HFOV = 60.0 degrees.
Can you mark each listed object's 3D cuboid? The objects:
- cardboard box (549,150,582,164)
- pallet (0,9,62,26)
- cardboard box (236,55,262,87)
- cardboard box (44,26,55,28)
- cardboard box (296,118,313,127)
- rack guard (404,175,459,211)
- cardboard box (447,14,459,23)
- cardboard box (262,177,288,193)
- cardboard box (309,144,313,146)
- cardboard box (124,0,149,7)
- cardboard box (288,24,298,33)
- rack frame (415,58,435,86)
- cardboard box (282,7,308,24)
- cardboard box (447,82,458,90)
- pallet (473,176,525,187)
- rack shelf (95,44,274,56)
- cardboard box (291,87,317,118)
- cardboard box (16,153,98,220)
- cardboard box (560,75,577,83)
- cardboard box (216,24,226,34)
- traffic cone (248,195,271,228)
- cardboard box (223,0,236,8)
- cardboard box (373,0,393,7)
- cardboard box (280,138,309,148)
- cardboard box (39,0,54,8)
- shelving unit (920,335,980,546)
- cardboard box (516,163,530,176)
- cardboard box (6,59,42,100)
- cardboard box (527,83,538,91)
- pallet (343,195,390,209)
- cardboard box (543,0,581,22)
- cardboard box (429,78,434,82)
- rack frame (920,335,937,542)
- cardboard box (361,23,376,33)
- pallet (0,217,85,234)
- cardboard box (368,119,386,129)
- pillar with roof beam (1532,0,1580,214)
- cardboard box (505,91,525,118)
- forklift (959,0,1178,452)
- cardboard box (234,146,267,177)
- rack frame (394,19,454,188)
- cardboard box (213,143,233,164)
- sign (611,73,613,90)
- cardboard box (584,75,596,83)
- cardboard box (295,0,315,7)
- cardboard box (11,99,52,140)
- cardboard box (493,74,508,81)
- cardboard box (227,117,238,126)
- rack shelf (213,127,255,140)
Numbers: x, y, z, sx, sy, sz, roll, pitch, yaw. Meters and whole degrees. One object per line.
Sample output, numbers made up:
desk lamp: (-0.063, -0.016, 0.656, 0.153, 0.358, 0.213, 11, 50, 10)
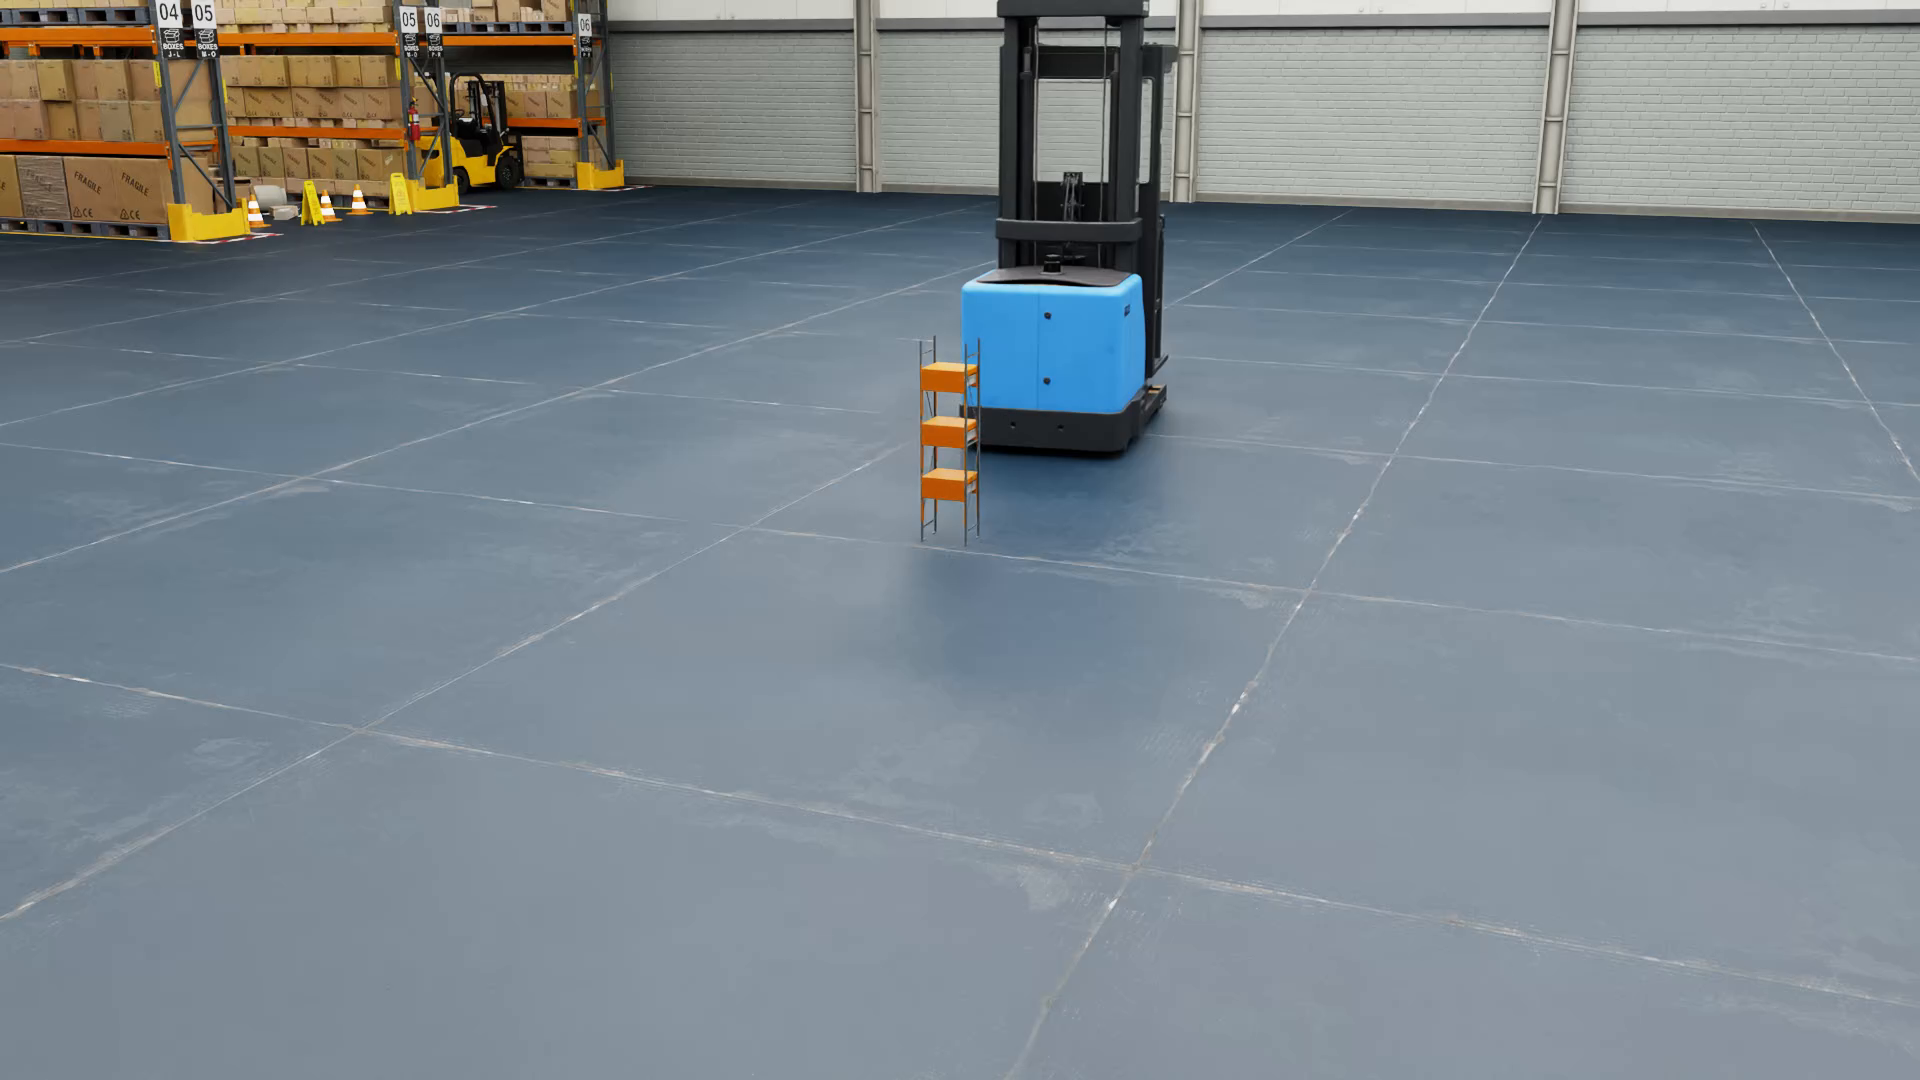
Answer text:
cardboard box: (-7.528, -7.356, 31.913, 0.500, 0.250, 0.500, 6, 17, 20)
pallet: (-13.464, -7.404, 23.578, 1.213, 0.211, 1.003, 6, 17, 21)
cardboard box: (-11.702, -7.899, 27.996, 0.500, 0.500, 0.700, 6, 17, 21)
cardboard box: (-15.989, -9.040, 29.503, 0.250, 0.149, 0.380, 6, 17, 21)
cardboard box: (-10.892, -6.999, 27.854, 0.250, 0.149, 0.380, 6, 17, 20)
rack guard: (-8.849, -5.785, 27.705, 0.348, 0.500, 1.175, 6, 17, 21)
cardboard box: (-9.660, -10.041, 32.019, 0.250, 0.149, 0.380, 7, 18, 22)
cardboard box: (-11.548, -6.086, 28.437, 0.500, 0.250, 0.500, 7, 18, 24)
cardboard box: (-11.376, -6.586, 28.813, 0.500, 0.500, 0.500, 7, 17, 22)
cardboard box: (-10.934, -7.199, 22.231, 0.250, 0.149, 0.380, 6, 17, 21)
cardboard box: (-10.862, -8.453, 27.482, 0.250, 0.149, 0.380, 6, 17, 21)
rack frame: (-10.681, -8.675, 33.175, 0.127, 3.000, 1.000, 6, 17, 21)
cardboard box: (-10.775, -8.626, 27.363, 0.500, 0.250, 0.500, 6, 17, 21)
cardboard box: (-9.785, -8.844, 32.413, 0.250, 0.149, 0.380, 7, 17, 22)
pallet: (-8.818, -7.119, 32.818, 1.213, 0.211, 1.003, 6, 17, 21)
rack shelf: (-16.263, -10.384, 34.971, 4.000, 0.370, 1.077, 6, 17, 21)
cardboard box: (-10.777, -7.314, 27.775, 0.500, 0.500, 0.500, 6, 17, 21)
cardboard box: (-12.822, -5.101, 23.921, 0.875, 0.875, 0.875, 6, 17, 21)
cardboard box: (-7.371, -8.750, 31.557, 0.250, 0.149, 0.380, 6, 17, 21)
cardboard box: (-12.297, -8.611, 28.024, 0.250, 0.149, 0.380, 6, 17, 20)
traffic cone: (-10.473, -4.888, 24.681, 0.334, 0.463, 0.336, 6, 17, 21)
cardboard box: (-12.073, -8.954, 27.777, 0.250, 0.149, 0.380, 7, 18, 22)
cardboard box: (-9.201, -8.639, 26.691, 0.250, 0.149, 0.380, 6, 17, 21)
cardboard box: (-11.225, -6.702, 28.050, 0.250, 0.149, 0.380, 7, 18, 24)
cardboard box: (-12.352, -7.356, 22.768, 0.250, 0.149, 0.380, 7, 17, 21)
shelving unit: (-0.050, -0.510, 8.546, 0.252, 1.050, 0.215, 6, 17, 21)
cardboard box: (-8.434, -7.220, 32.342, 0.500, 0.250, 0.500, 6, 17, 21)
cardboard box: (-12.884, -6.520, 23.546, 0.550, 0.550, 0.875, 6, 17, 21)
cardboard box: (-8.079, -8.677, 31.840, 0.250, 0.149, 0.380, 6, 17, 20)
pallet: (-9.591, -5.739, 28.063, 1.213, 0.211, 1.003, 6, 17, 21)
cardboard box: (-7.461, -9.986, 31.199, 0.500, 0.500, 0.500, 7, 18, 22)
cardboard box: (-10.211, -9.069, 32.656, 0.250, 0.149, 0.380, 7, 17, 21)
rack frame: (-0.163, -0.522, 8.589, 0.008, 1.050, 0.200, 6, 17, 21)
cardboard box: (-9.456, -8.279, 26.881, 0.250, 0.149, 0.380, 6, 17, 21)
pallet: (-13.543, -4.656, 24.332, 1.213, 0.211, 1.003, 6, 17, 21)
cardboard box: (-9.481, -6.837, 27.295, 0.250, 0.149, 0.380, 6, 17, 20)
pillar with roof beam: (7.888, -8.494, 21.791, 0.400, 9.000, 9.100, 6, 17, 21)
cardboard box: (-8.470, -8.404, 32.062, 0.500, 0.500, 0.500, 6, 17, 20)
forklift: (0.862, -2.324, 11.421, 1.130, 2.935, 3.031, 4, 17, 14)
cardboard box: (-12.049, -6.498, 28.510, 0.500, 0.500, 0.500, 7, 18, 23)
rack frame: (-8.778, -6.978, 27.330, 0.127, 3.000, 1.000, 6, 17, 21)
cardboard box: (-15.336, -8.127, 35.017, 0.500, 0.500, 0.500, 6, 17, 20)
sign: (-6.751, -8.863, 32.127, 0.005, 0.325, 0.100, 6, 17, 21)
cardboard box: (-7.194, -8.858, 31.929, 0.250, 0.149, 0.380, 6, 17, 20)
cardboard box: (-10.640, -8.787, 27.201, 0.250, 0.149, 0.380, 7, 18, 22)
cardboard box: (-12.895, -5.994, 23.672, 0.550, 0.550, 0.875, 6, 17, 21)
cardboard box: (-8.800, -8.905, 32.093, 0.250, 0.149, 0.380, 7, 17, 21)
cardboard box: (-12.324, -7.151, 28.377, 0.250, 0.149, 0.380, 6, 17, 20)
rack shelf: (-14.360, -7.246, 29.544, 4.000, 0.370, 1.077, 6, 17, 21)
